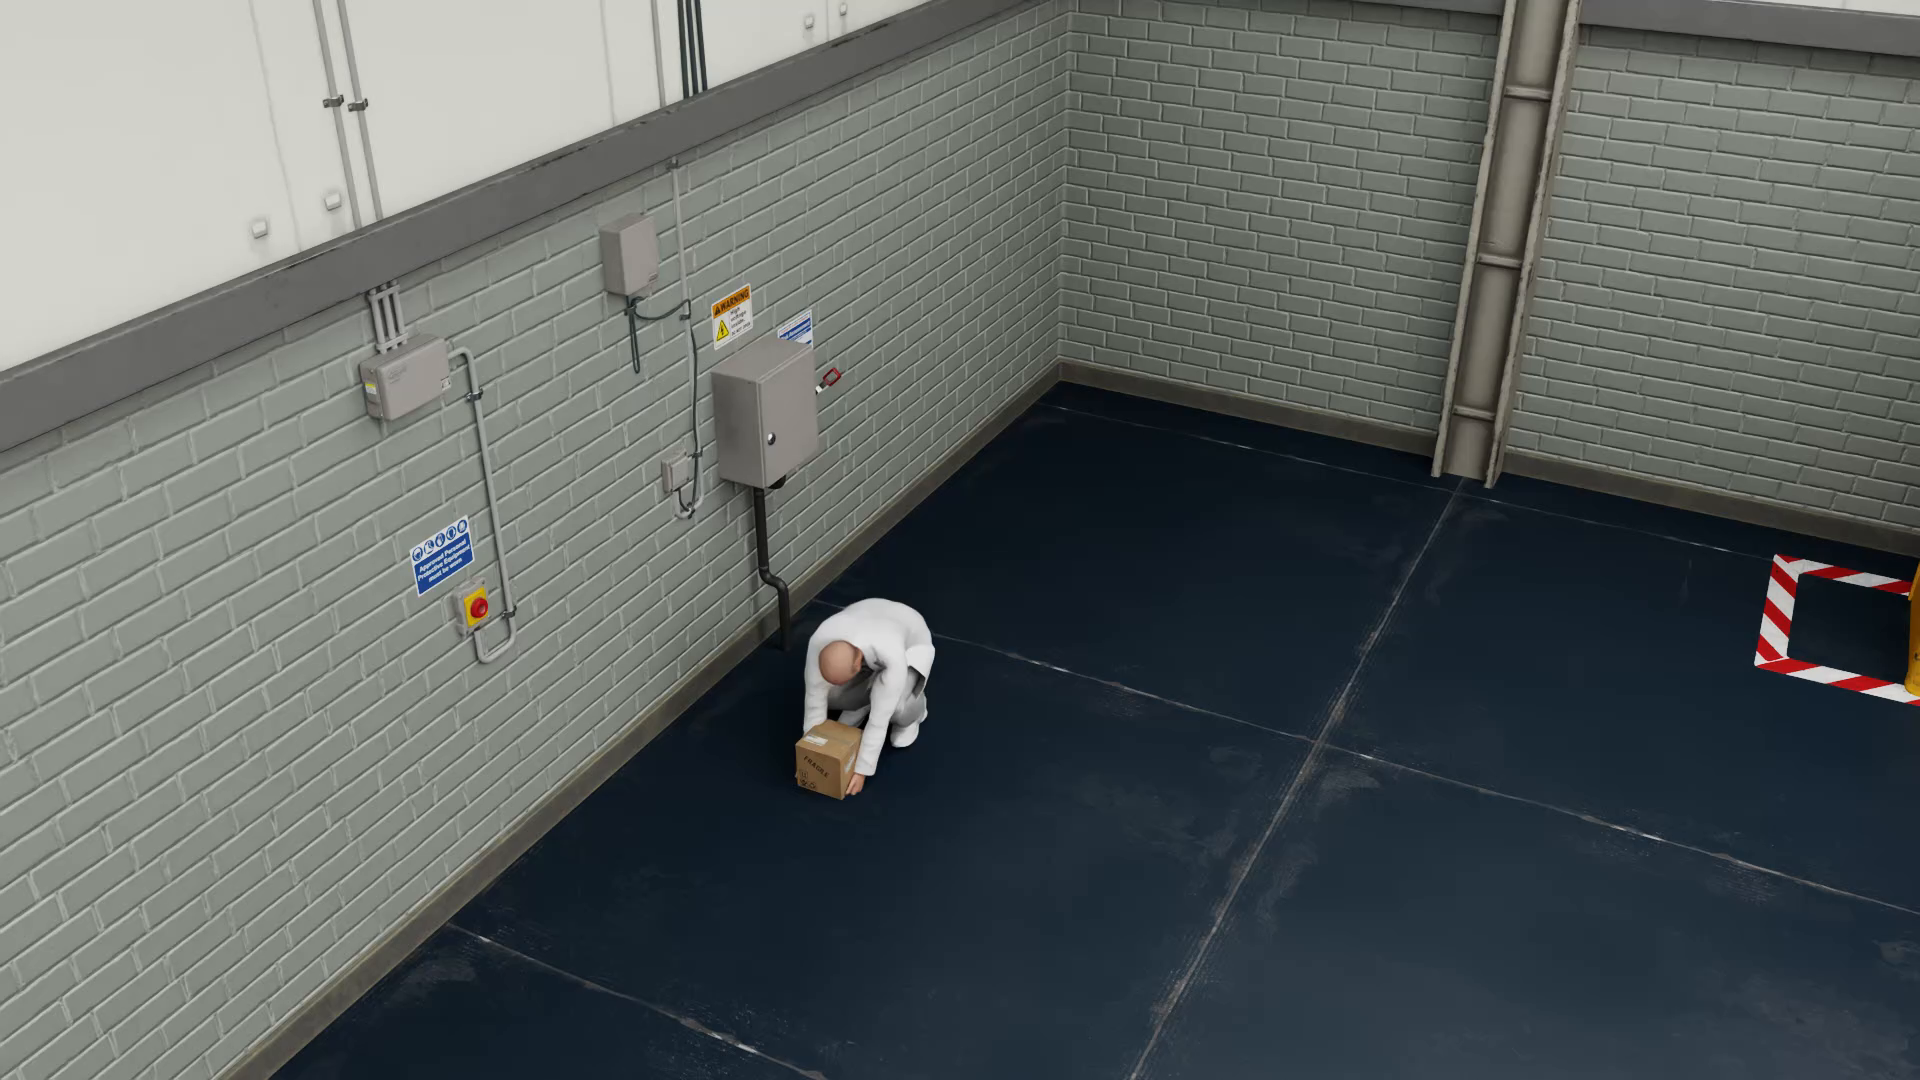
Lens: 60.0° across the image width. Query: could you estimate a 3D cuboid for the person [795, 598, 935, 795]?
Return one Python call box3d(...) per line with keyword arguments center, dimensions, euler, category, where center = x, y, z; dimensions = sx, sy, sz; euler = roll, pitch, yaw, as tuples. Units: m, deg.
box3d(center=(-0.458, 0.696, 8.162), dimensions=(0.581, 0.883, 0.922), euler=(14, 32, 23), category="person")
